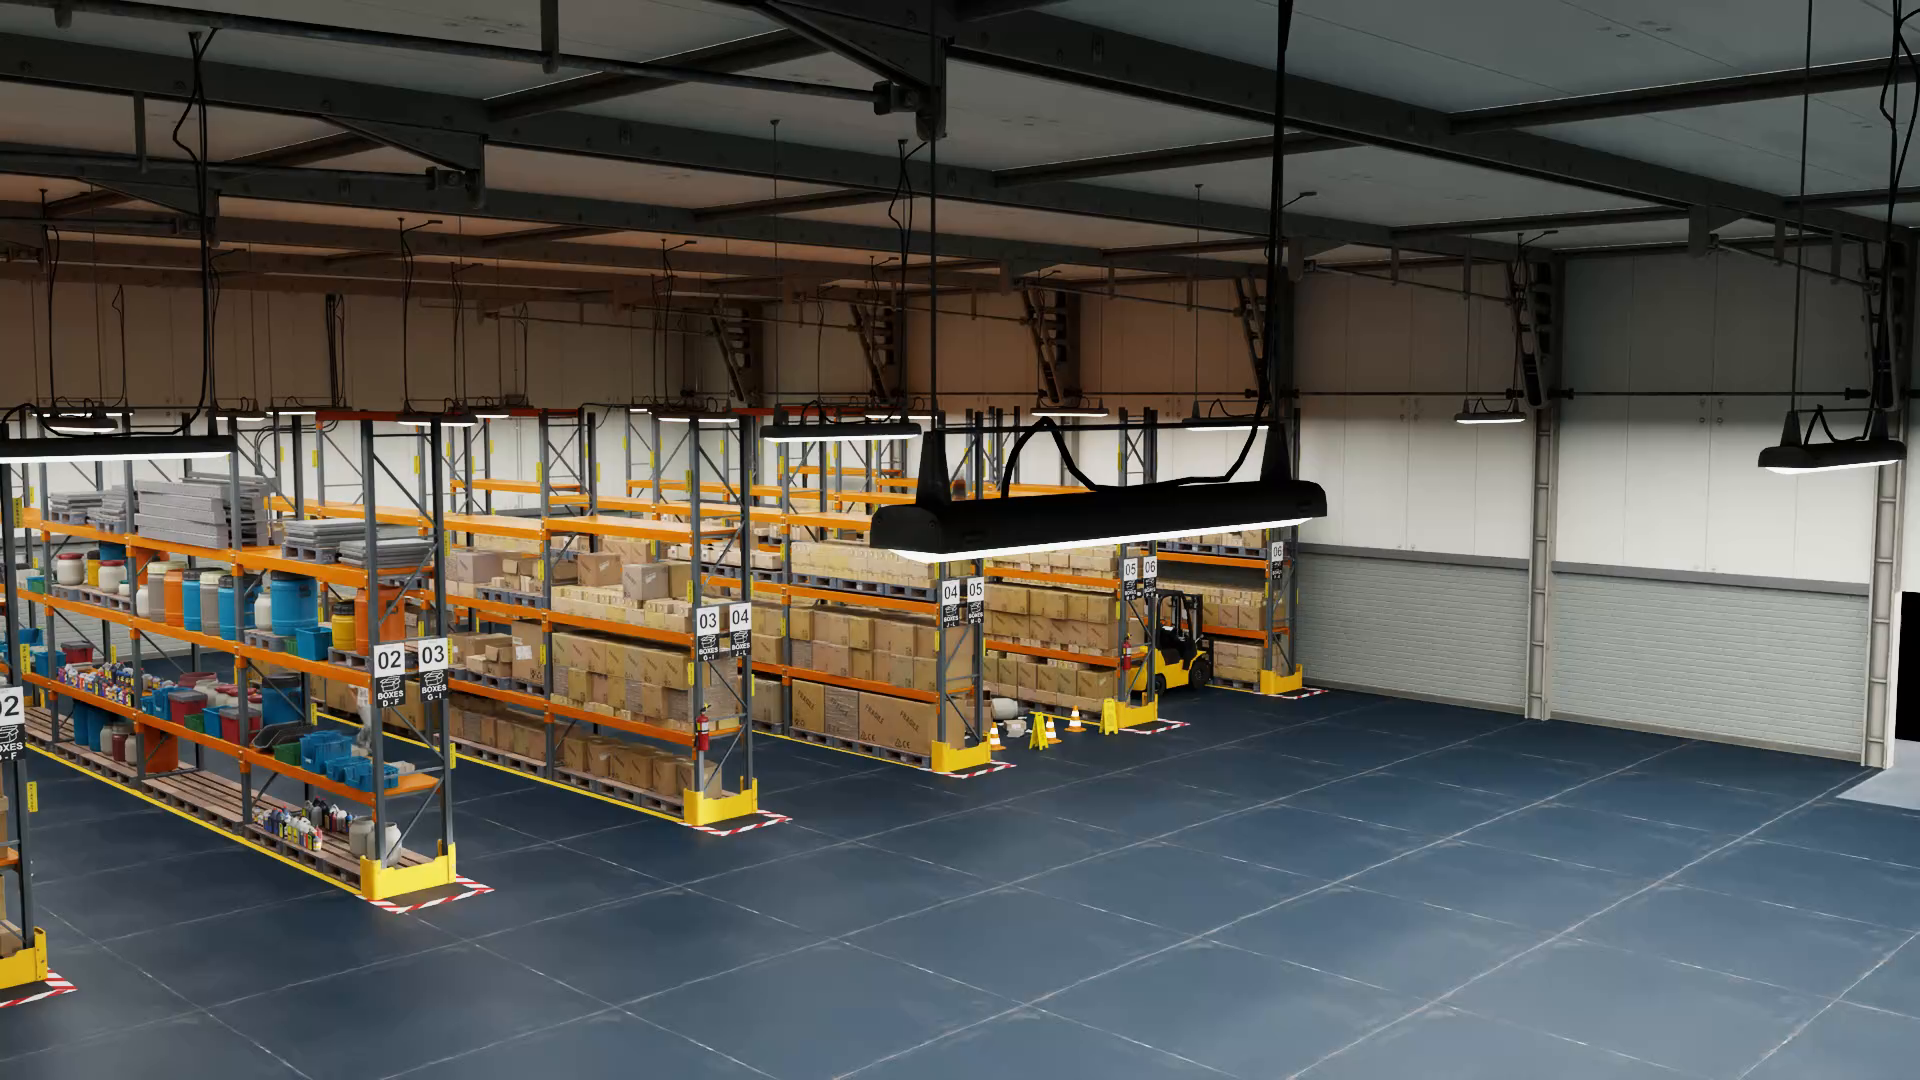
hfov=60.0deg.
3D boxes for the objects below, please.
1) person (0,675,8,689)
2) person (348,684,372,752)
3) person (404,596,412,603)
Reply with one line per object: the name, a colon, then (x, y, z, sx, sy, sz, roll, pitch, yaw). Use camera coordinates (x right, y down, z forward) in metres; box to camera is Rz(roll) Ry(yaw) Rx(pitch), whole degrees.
person: (-16.878, 2.949, 29.017, 0.498, 1.715, 0.865, -4, 7, -42)
person: (-10.351, 2.927, 29.207, 0.583, 1.633, 0.587, 5, 7, 44)
person: (-12.803, 2.072, 38.408, 0.769, 1.712, 0.600, 0, 5, 5)
